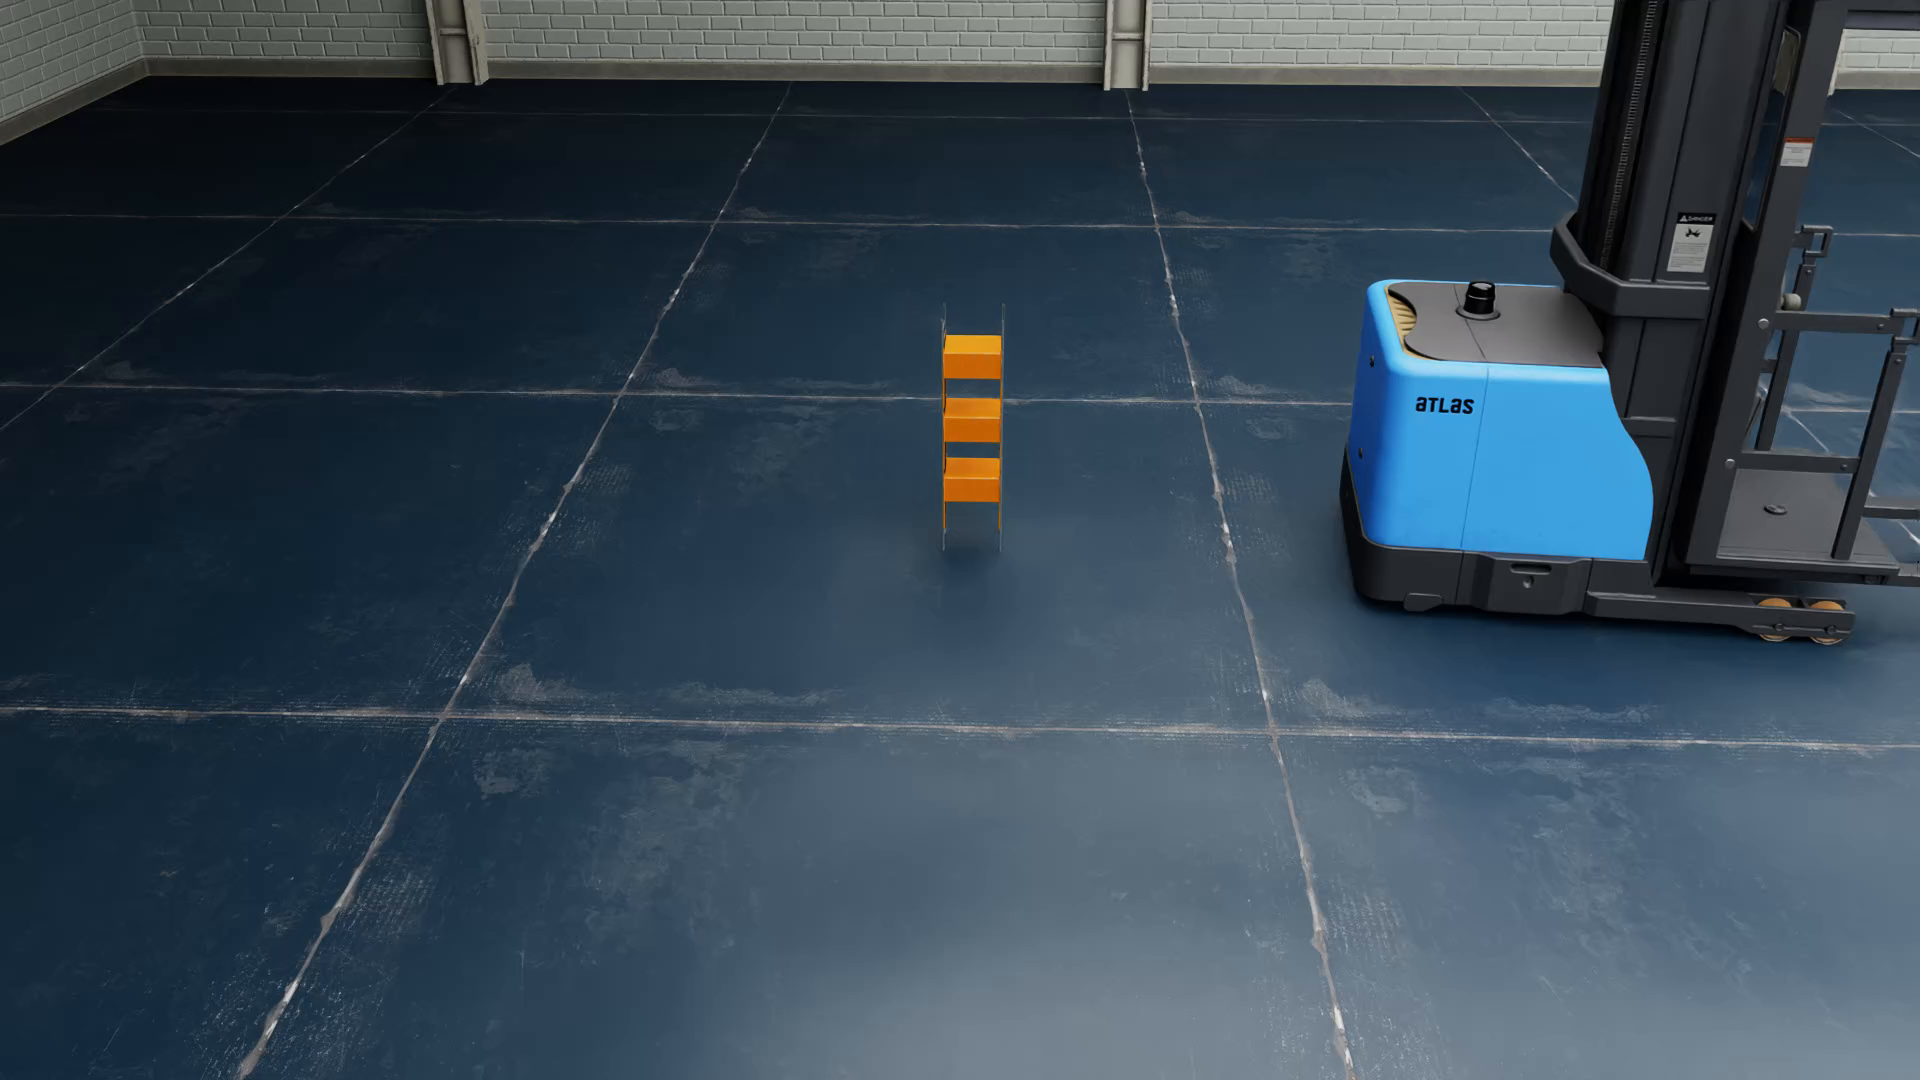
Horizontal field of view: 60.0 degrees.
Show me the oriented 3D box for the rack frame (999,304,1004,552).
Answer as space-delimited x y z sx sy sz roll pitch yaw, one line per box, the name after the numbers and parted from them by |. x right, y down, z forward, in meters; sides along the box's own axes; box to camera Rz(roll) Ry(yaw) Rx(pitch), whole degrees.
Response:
0.175 -0.461 6.999 0.008 1.050 0.200 1 28 2 | rack frame

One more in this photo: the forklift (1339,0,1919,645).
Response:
3.157 -1.152 6.294 3.031 2.935 1.130 3 28 6 | forklift

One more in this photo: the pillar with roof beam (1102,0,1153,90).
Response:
1.329 -6.036 9.029 0.400 9.000 9.100 1 28 2 | pillar with roof beam

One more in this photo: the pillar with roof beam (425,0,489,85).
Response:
-4.667 -6.135 9.216 0.400 9.000 9.100 1 28 2 | pillar with roof beam

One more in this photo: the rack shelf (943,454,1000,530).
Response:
0.053 -0.208 7.138 0.240 0.259 0.215 1 28 2 | rack shelf

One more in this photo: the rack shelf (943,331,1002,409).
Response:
0.053 -0.704 6.874 0.240 0.259 0.215 1 28 2 | rack shelf

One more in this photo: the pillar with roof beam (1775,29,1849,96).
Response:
7.326 -5.937 8.842 0.400 9.000 9.100 1 28 2 | pillar with roof beam

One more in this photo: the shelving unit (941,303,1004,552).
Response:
0.053 -0.463 7.002 0.252 1.050 0.215 1 28 2 | shelving unit

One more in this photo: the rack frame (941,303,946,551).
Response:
-0.068 -0.465 7.006 0.008 1.050 0.200 1 28 2 | rack frame

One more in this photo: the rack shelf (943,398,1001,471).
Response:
0.053 -0.454 7.007 0.240 0.259 0.215 1 28 2 | rack shelf
